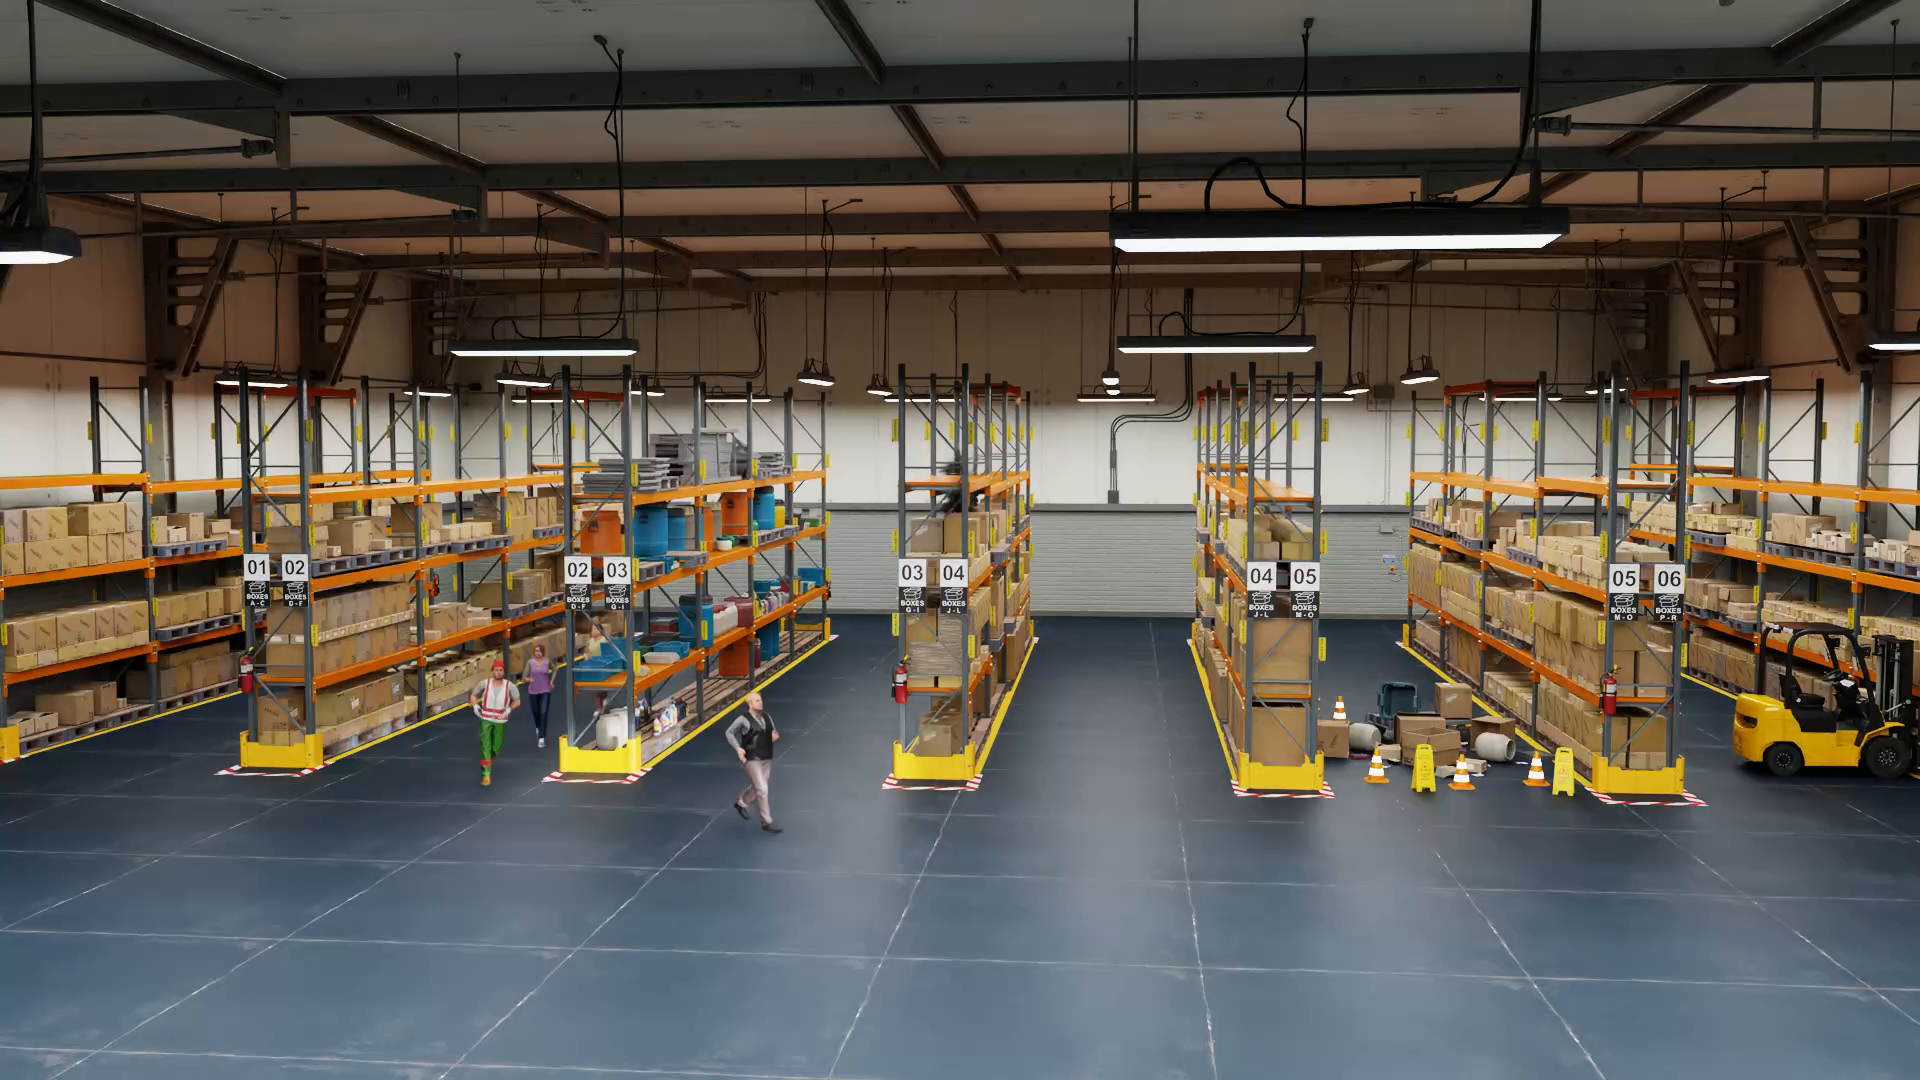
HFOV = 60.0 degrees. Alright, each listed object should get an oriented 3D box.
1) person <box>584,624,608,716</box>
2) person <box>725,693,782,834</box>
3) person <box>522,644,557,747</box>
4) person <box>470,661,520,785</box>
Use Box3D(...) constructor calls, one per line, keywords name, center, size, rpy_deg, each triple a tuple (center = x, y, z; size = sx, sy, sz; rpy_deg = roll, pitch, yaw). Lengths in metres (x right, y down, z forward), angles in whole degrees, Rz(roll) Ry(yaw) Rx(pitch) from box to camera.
Box3D(name="person", center=(-6.427, 2.296, 29.585), size=(0.580, 1.636, 0.547), rpy_deg=(0, 4, 7))
Box3D(name="person", center=(-2.564, 2.777, 20.939), size=(0.971, 1.701, 0.657), rpy_deg=(3, 5, 38))
Box3D(name="person", center=(-6.759, 2.468, 26.729), size=(0.537, 1.596, 0.878), rpy_deg=(-1, 4, -10))
Box3D(name="person", center=(-6.693, 2.611, 23.958), size=(0.703, 1.746, 0.639), rpy_deg=(-1, 4, -15))
